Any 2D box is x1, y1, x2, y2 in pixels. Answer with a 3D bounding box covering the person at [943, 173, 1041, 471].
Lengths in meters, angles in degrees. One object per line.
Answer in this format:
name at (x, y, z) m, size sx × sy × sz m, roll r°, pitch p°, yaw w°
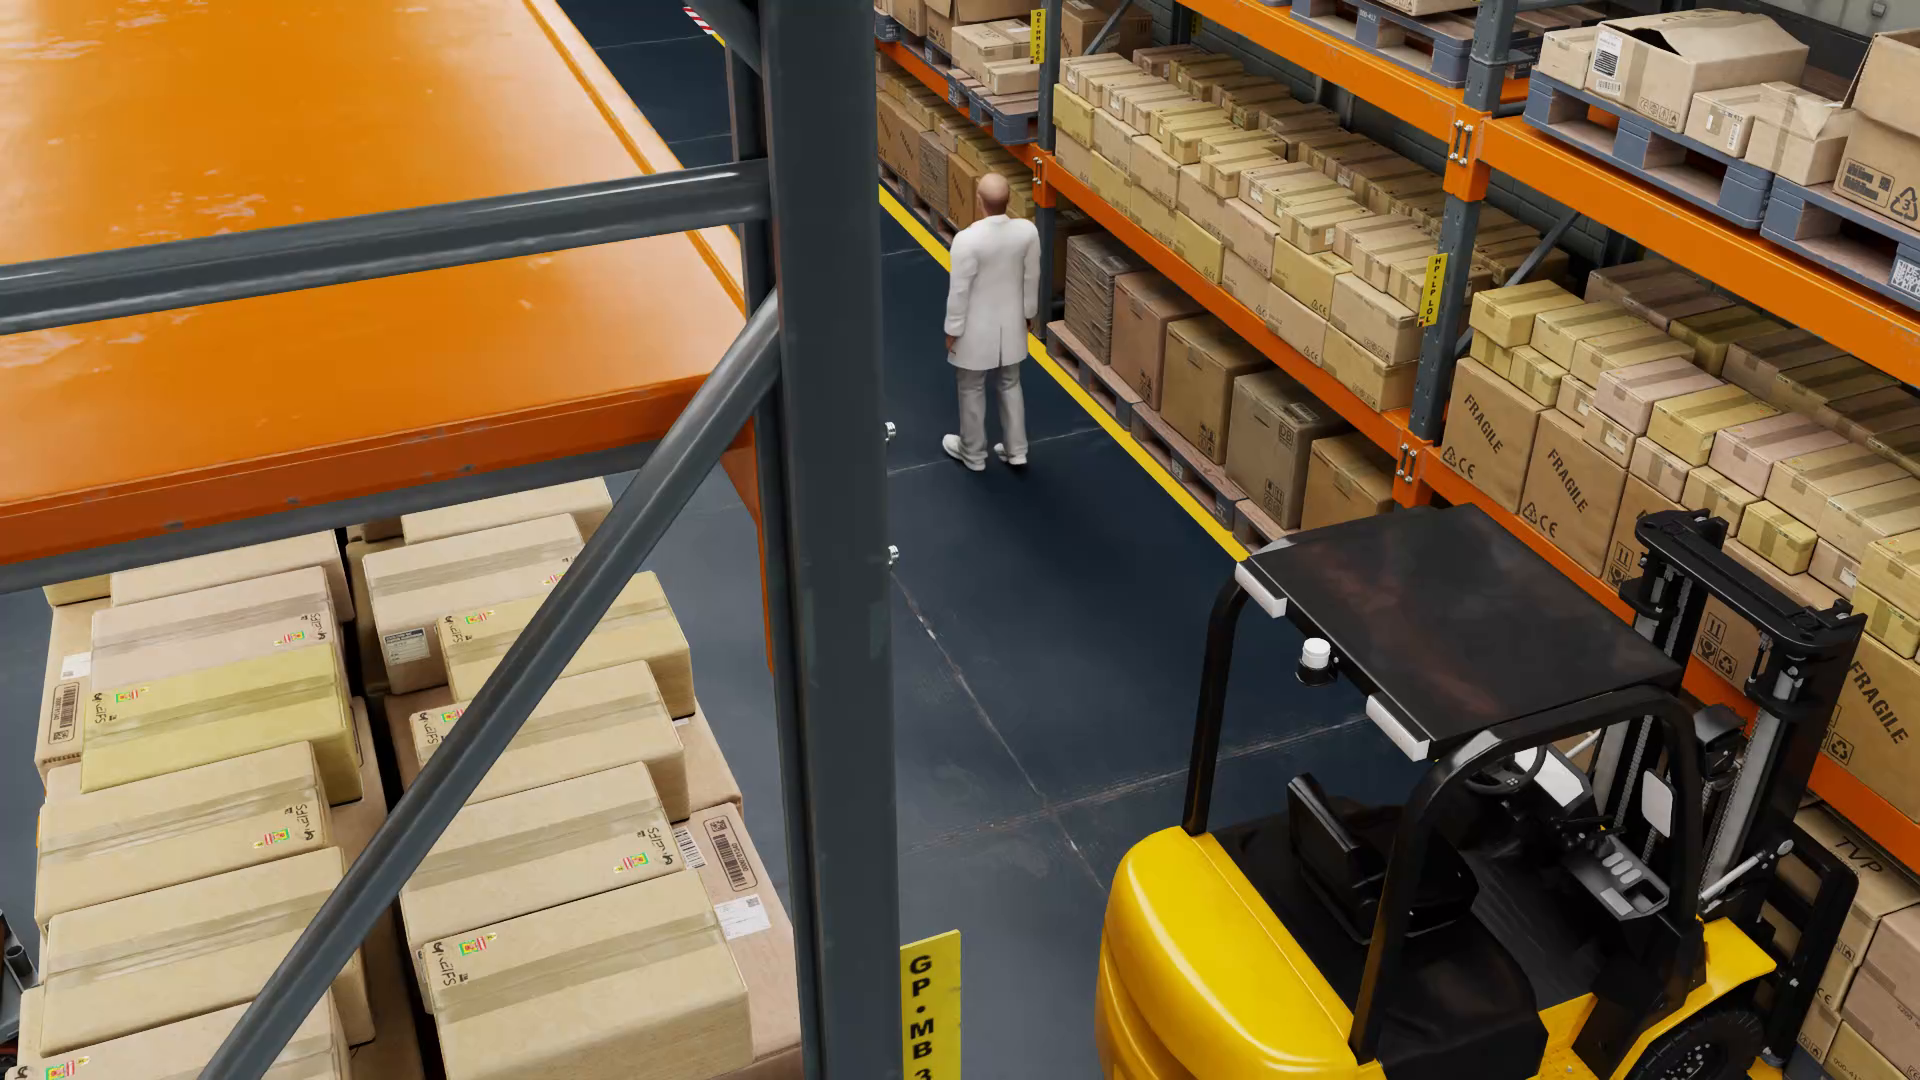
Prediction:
person at (0.162, -1.217, 9.436) m, size 0.587 × 1.826 × 0.489 m, roll -15°, pitch 36°, yaw -22°
